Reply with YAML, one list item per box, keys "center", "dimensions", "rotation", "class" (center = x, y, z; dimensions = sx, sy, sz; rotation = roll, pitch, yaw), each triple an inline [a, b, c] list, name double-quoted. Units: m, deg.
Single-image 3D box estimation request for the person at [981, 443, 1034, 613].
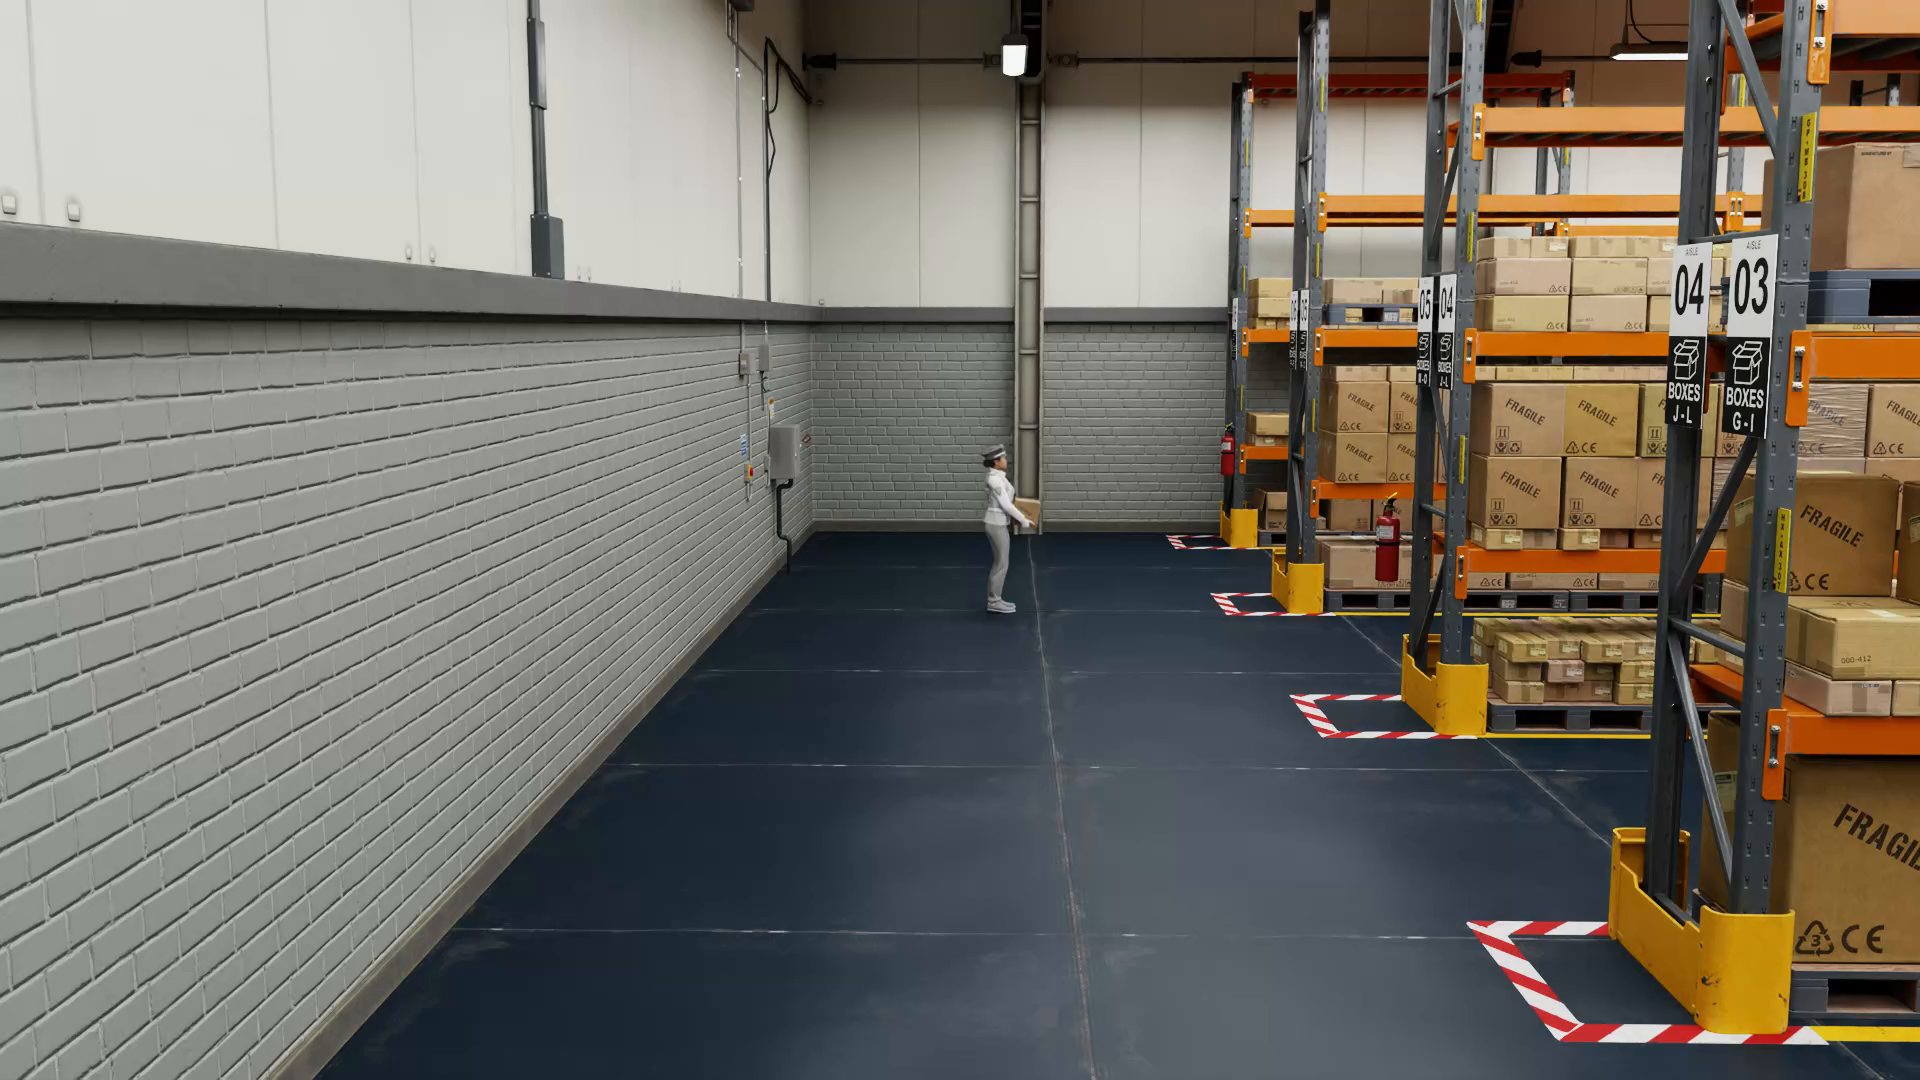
- center: [0.474, -0.124, 16.658]
  dimensions: [0.535, 1.691, 0.453]
  rotation: [0, 7, 1]
  class: "person"
